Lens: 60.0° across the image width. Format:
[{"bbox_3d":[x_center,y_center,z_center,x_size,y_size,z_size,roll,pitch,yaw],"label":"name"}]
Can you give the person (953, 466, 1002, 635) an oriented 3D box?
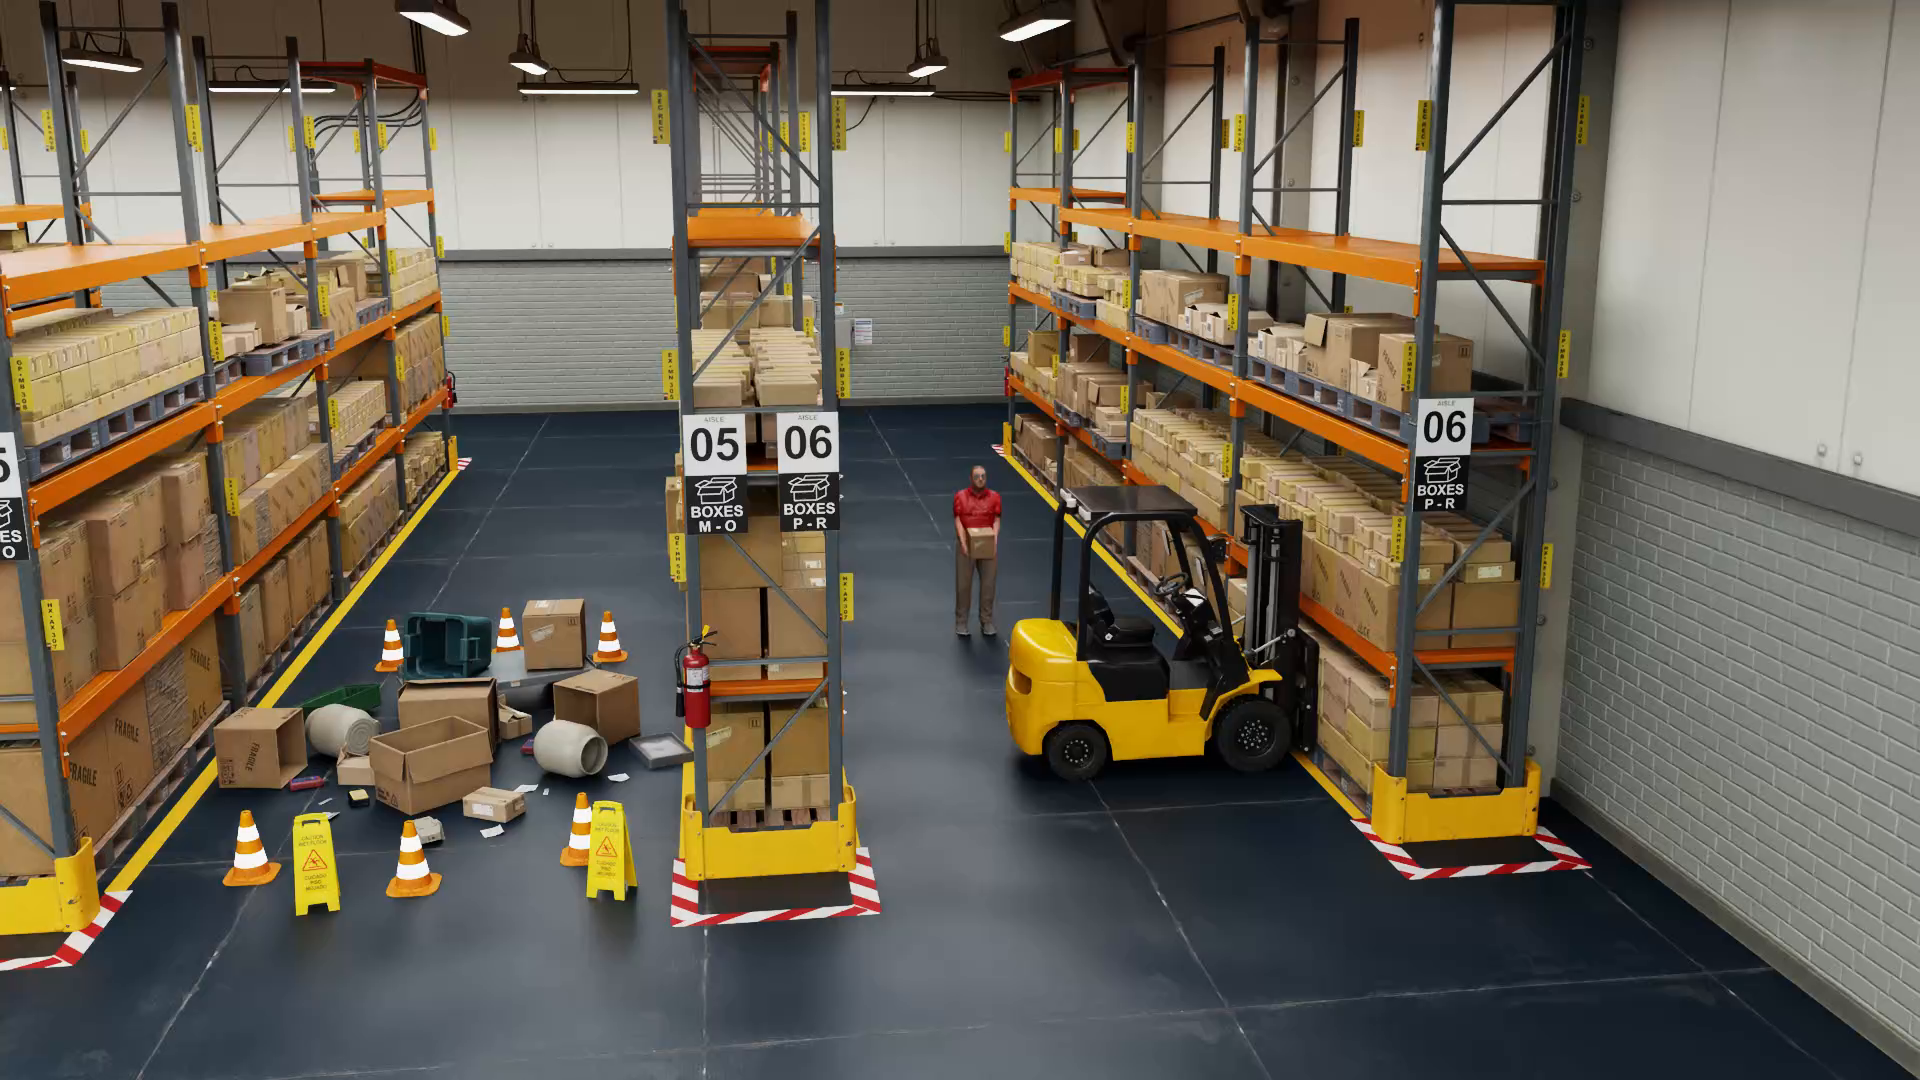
[{"bbox_3d":[0.192,0.116,17.022,0.501,1.723,0.527,-1,13,-4],"label":"person"}]
